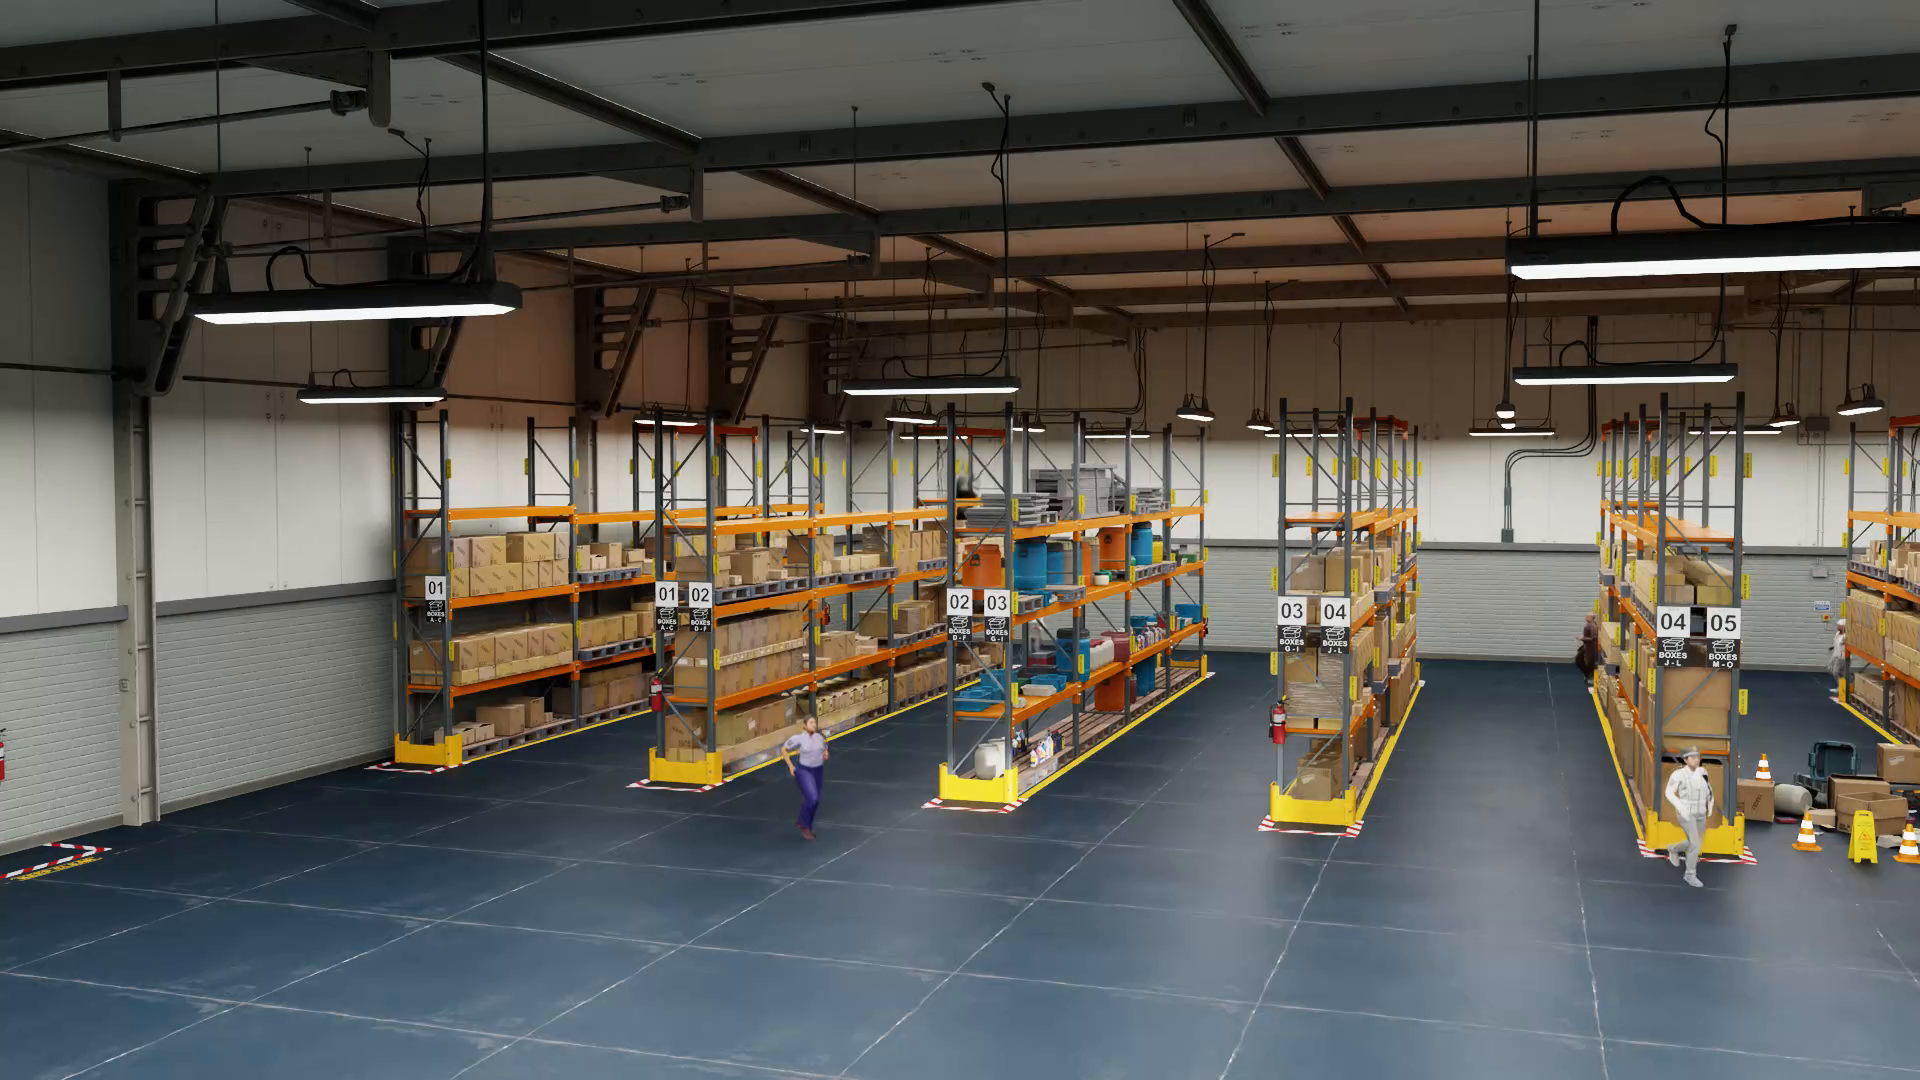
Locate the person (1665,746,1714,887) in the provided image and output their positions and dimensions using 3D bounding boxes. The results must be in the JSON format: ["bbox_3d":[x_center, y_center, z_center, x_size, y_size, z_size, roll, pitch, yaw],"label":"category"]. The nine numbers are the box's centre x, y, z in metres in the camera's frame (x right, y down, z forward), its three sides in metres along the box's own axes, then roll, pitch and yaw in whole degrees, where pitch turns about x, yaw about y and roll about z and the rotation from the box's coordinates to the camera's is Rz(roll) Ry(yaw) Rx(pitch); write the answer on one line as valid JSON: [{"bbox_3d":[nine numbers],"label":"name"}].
[{"bbox_3d":[8.817,3.312,20.195,0.620,1.699,0.657,-1,3,-14],"label":"person"}]

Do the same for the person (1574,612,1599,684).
[{"bbox_3d":[14.558,2.497,38.344,0.661,1.713,0.766,0,2,7],"label":"person"}]

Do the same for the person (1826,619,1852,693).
[{"bbox_3d":[19.585,2.579,36.873,0.554,1.683,0.798,0,2,11],"label":"person"}]

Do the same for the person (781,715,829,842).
[{"bbox_3d":[-2.035,3.223,22.529,0.708,1.698,0.577,2,3,43],"label":"person"}]

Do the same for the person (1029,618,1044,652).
[{"bbox_3d":[1.673,2.335,38.237,0.507,1.576,0.673,0,2,7],"label":"person"}]
